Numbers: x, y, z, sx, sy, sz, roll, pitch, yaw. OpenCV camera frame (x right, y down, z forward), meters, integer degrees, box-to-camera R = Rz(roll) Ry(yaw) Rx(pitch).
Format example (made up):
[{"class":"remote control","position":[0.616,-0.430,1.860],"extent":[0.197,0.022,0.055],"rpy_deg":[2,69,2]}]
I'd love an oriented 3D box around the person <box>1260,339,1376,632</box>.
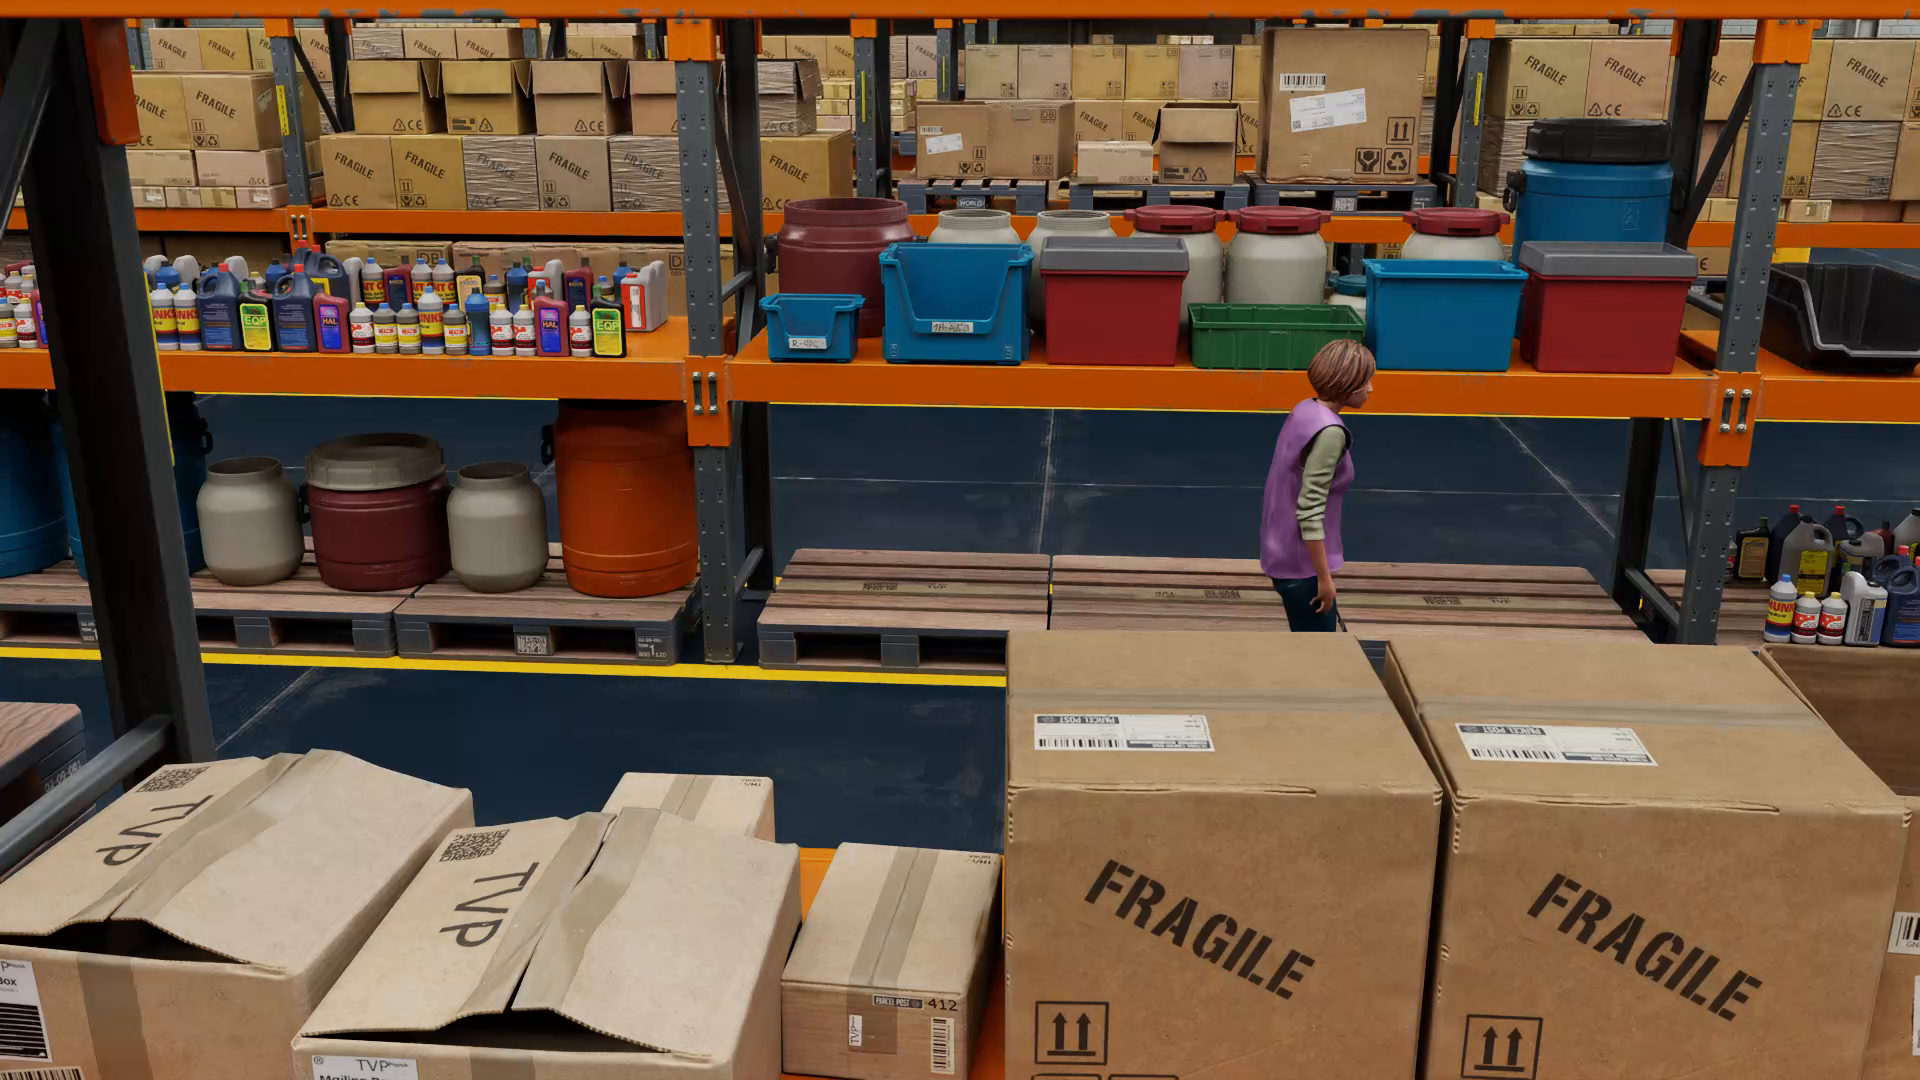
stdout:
[{"class":"person","position":[1.218,0.093,5.780],"extent":[0.347,1.593,0.459],"rpy_deg":[1,18,4]}]
